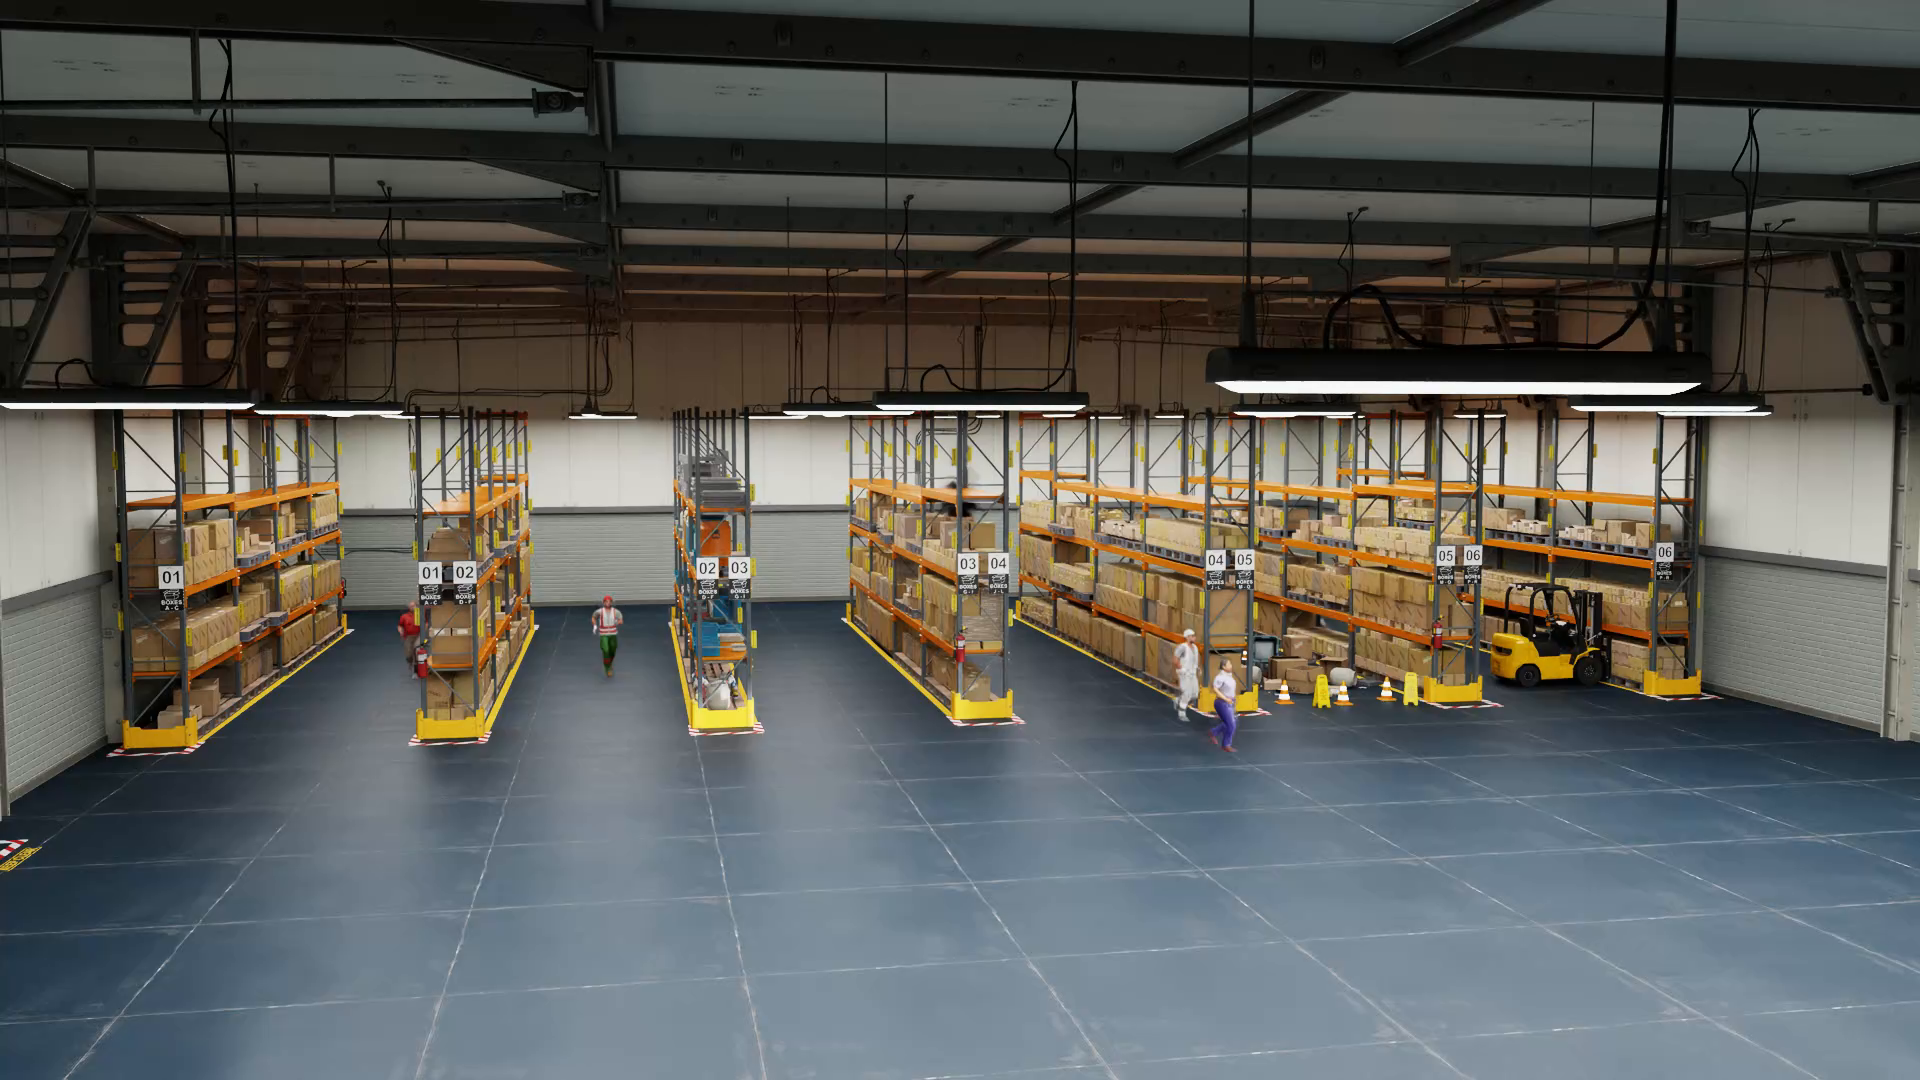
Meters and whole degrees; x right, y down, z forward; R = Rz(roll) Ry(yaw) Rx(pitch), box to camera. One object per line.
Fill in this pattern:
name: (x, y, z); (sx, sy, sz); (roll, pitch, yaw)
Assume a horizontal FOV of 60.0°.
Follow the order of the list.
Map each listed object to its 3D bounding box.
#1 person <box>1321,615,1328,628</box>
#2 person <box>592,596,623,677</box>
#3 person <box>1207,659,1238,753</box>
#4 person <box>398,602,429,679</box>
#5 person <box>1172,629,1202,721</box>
person: (9.637, 1.730, 44.073); (0.709, 1.726, 0.770); (-1, 4, -14)
person: (-7.918, 2.136, 37.454); (0.662, 1.773, 1.002); (-2, 4, -23)
person: (4.557, 2.867, 28.907); (0.561, 1.621, 0.614); (2, 5, 27)
person: (-12.264, 2.239, 37.332); (0.663, 1.704, 0.733); (-1, 4, -17)
person: (4.362, 2.592, 32.072); (0.700, 1.748, 0.596); (-3, 5, -39)
